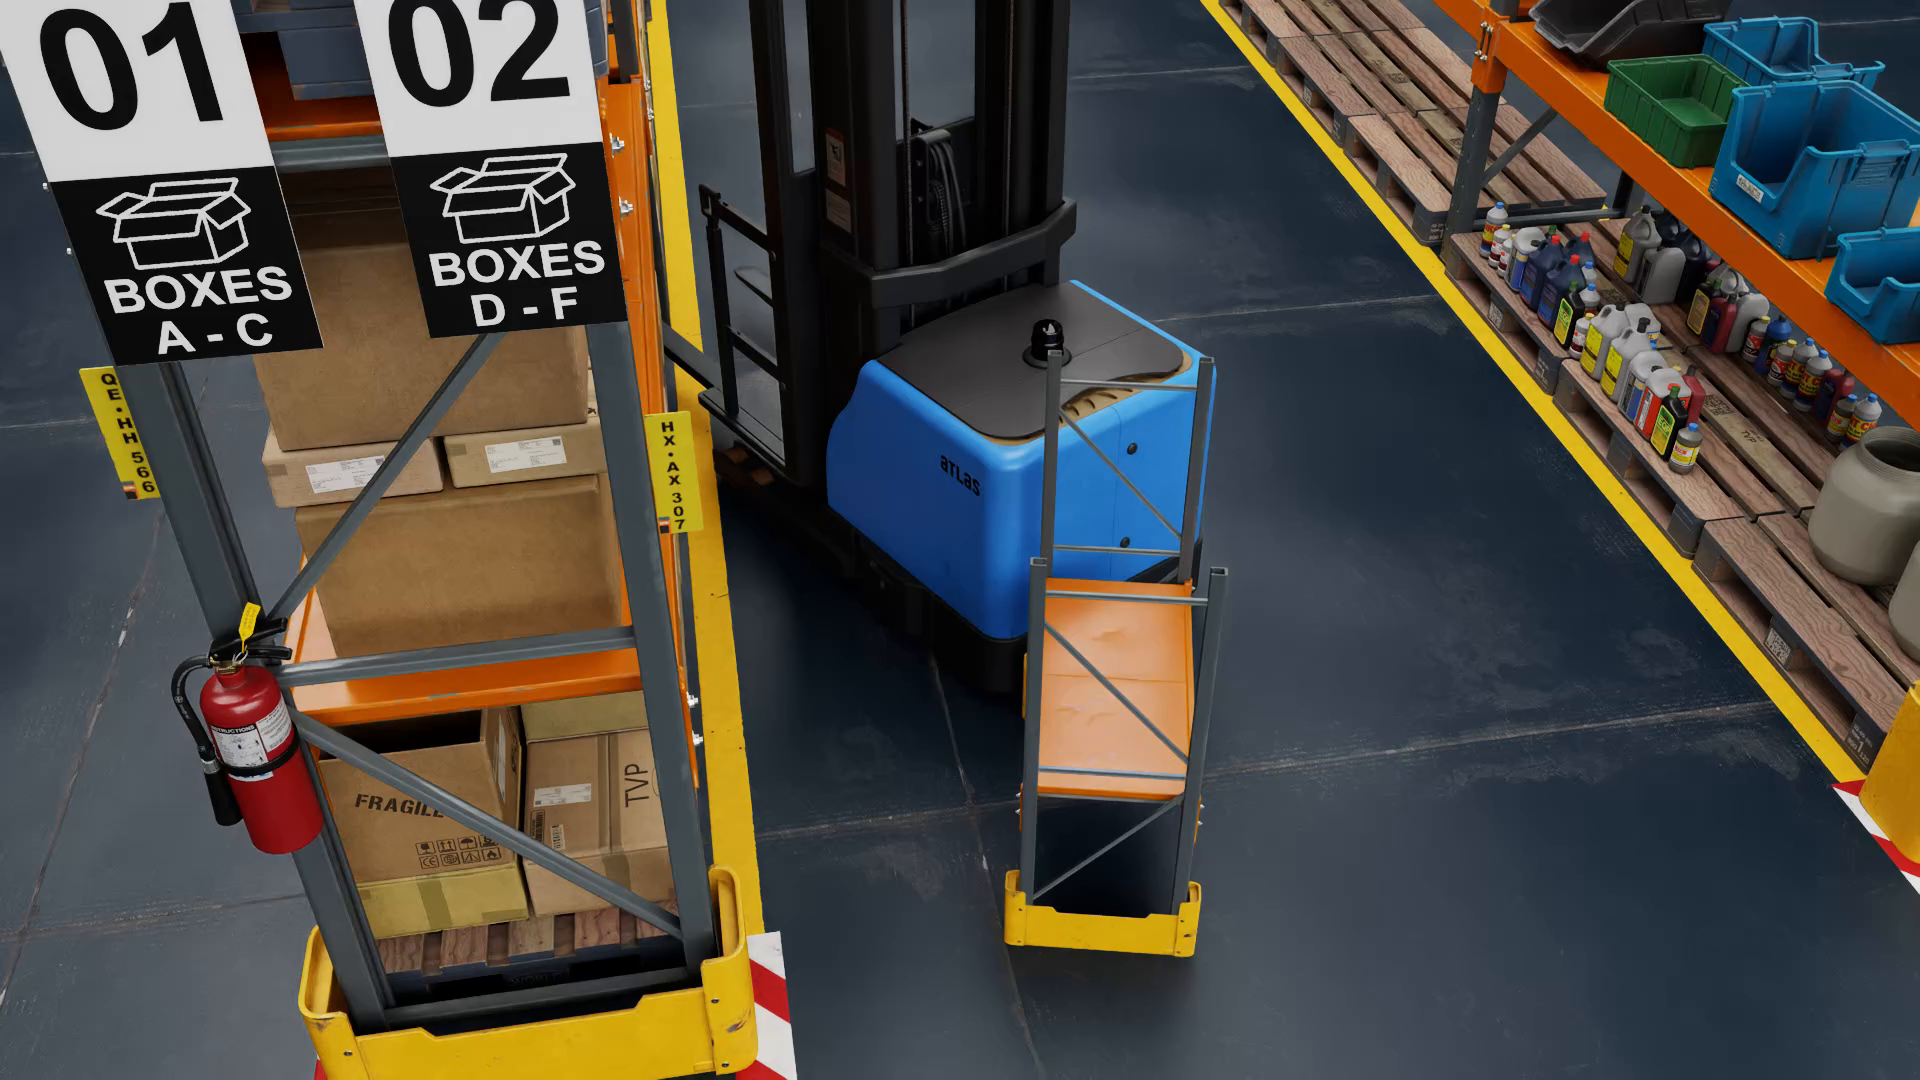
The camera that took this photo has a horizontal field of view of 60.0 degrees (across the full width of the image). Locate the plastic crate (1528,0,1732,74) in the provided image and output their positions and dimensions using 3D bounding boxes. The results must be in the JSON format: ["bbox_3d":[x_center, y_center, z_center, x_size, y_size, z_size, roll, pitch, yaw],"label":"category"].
[{"bbox_3d":[2.956,-2.311,7.330,0.767,0.338,0.504,-6,38,-8],"label":"plastic crate"}]

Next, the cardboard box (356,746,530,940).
[{"bbox_3d":[-1.572,0.909,5.034,0.500,0.250,0.500,-6,38,-8],"label":"cardboard box"}]

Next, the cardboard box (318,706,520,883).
[{"bbox_3d":[-1.574,0.613,4.803,0.500,0.500,0.500,-6,38,-8],"label":"cardboard box"}]

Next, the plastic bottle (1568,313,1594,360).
[{"bbox_3d":[2.782,-0.914,7.404,0.097,0.201,0.097,0,38,0],"label":"plastic bottle"}]

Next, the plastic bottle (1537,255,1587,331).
[{"bbox_3d":[2.755,-1.147,7.581,0.144,0.351,0.185,-8,39,-10],"label":"plastic bottle"}]

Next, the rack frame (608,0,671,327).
[{"bbox_3d":[-1.888,-2.135,7.053,1.000,3.000,0.127,-6,38,-8],"label":"rack frame"}]

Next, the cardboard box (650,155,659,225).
[{"bbox_3d":[-1.715,-1.712,7.951,0.500,0.311,0.500,-6,38,-8],"label":"cardboard box"}]

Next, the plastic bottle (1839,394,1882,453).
[{"bbox_3d":[3.680,-0.474,6.780,0.097,0.271,0.097,0,38,0],"label":"plastic bottle"}]

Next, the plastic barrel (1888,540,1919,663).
[{"bbox_3d":[3.500,0.178,5.761,0.421,0.512,0.421,0,38,0],"label":"plastic barrel"}]

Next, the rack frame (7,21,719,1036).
[{"bbox_3d":[-1.187,0.281,3.943,1.000,3.000,0.127,-6,38,-8],"label":"rack frame"}]

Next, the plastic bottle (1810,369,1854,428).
[{"bbox_3d":[3.658,-0.617,6.955,0.061,0.283,0.133,-6,38,-7],"label":"plastic bottle"}]

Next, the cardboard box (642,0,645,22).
[{"bbox_3d":[-2.257,-3.339,10.502,0.500,0.250,0.500,-5,38,-7],"label":"cardboard box"}]

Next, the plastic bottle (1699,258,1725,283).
[{"bbox_3d":[3.489,-1.198,7.703,0.061,0.283,0.133,-4,38,-5],"label":"plastic bottle"}]

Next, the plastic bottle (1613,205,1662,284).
[{"bbox_3d":[3.244,-1.419,7.932,0.144,0.351,0.185,-6,38,-8],"label":"plastic bottle"}]

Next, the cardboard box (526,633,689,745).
[{"bbox_3d":[-1.153,0.552,5.493,0.500,0.250,0.500,-6,38,-8],"label":"cardboard box"}]

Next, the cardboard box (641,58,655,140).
[{"bbox_3d":[-1.890,-2.328,8.743,0.500,0.311,0.500,-7,38,-9],"label":"cardboard box"}]

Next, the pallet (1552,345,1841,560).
[{"bbox_3d":[3.283,-0.415,7.113,1.003,0.211,1.213,-6,38,-8],"label":"pallet"}]

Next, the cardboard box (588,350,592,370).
[{"bbox_3d":[-1.092,-0.434,4.253,0.380,0.149,0.250,-7,38,-9],"label":"cardboard box"}]

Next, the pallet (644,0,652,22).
[{"bbox_3d":[-2.683,-3.904,11.604,1.003,0.211,1.213,-6,38,-8],"label":"pallet"}]

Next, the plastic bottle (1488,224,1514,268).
[{"bbox_3d":[2.631,-1.433,8.072,0.097,0.201,0.097,0,38,0],"label":"plastic bottle"}]

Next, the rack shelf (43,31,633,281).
[{"bbox_3d":[-1.537,-1.827,4.798,1.077,0.370,4.000,-6,38,-8],"label":"rack shelf"}]

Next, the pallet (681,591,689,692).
[{"bbox_3d":[-1.572,0.190,6.333,1.003,0.211,1.213,-6,38,-8],"label":"pallet"}]

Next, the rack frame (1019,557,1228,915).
[{"bbox_3d":[0.428,0.659,4.679,0.500,1.500,0.032,3,38,4],"label":"rack frame"}]

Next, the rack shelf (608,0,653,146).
[{"bbox_3d":[-2.239,-3.058,8.828,1.077,0.370,4.000,-6,38,-8],"label":"rack shelf"}]

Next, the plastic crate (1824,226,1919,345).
[{"bbox_3d":[3.200,-0.853,5.525,0.499,0.251,0.408,-6,38,-8],"label":"plastic crate"}]

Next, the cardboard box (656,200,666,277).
[{"bbox_3d":[-1.715,-1.485,8.115,0.500,0.250,0.500,-7,38,-9],"label":"cardboard box"}]

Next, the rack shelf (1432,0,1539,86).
[{"bbox_3d":[2.639,-3.589,9.511,1.077,0.370,4.000,-6,38,-8],"label":"rack shelf"}]

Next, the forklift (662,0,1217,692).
[{"bbox_3d":[-0.385,-1.460,6.241,1.130,2.935,3.031,-26,45,-29],"label":"forklift"}]

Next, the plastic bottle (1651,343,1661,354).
[{"bbox_3d":[2.974,-0.758,7.203,0.097,0.201,0.097,0,38,0],"label":"plastic bottle"}]

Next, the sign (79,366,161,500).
[{"bbox_3d":[-1.723,-0.219,3.451,0.100,0.325,0.005,-6,38,-8],"label":"sign"}]

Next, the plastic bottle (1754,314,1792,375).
[{"bbox_3d":[3.566,-0.864,7.282,0.097,0.271,0.097,0,38,0],"label":"plastic bottle"}]

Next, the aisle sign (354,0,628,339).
[{"bbox_3d":[-0.874,-0.738,3.137,0.394,0.787,0.004,-6,38,-8],"label":"aisle sign"}]

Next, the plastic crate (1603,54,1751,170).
[{"bbox_3d":[2.949,-1.731,6.706,0.450,0.188,0.662,-6,38,-8],"label":"plastic crate"}]

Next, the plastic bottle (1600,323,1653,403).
[{"bbox_3d":[2.863,-0.777,7.106,0.144,0.351,0.185,-5,38,-6],"label":"plastic bottle"}]

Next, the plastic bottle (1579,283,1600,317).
[{"bbox_3d":[2.818,-1.030,7.497,0.097,0.271,0.097,0,38,0],"label":"plastic bottle"}]

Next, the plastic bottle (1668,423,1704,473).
[{"bbox_3d":[2.937,-0.380,6.716,0.097,0.201,0.097,0,38,0],"label":"plastic bottle"}]

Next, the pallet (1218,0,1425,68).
[{"bbox_3d":[2.386,-3.508,11.093,1.003,0.211,1.213,-6,38,-8],"label":"pallet"}]

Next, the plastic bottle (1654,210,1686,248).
[{"bbox_3d":[3.386,-1.435,7.952,0.144,0.351,0.185,-7,38,-9],"label":"plastic bottle"}]

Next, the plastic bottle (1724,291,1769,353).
[{"bbox_3d":[3.501,-0.996,7.448,0.152,0.276,0.135,-6,38,-7],"label":"plastic bottle"}]

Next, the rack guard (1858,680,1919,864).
[{"bbox_3d":[3.631,0.697,5.445,1.175,0.500,0.348,-6,38,-8],"label":"rack guard"}]

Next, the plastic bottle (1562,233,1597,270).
[{"bbox_3d":[2.864,-1.276,7.748,0.144,0.351,0.185,-6,38,-8],"label":"plastic bottle"}]

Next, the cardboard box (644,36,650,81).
[{"bbox_3d":[-2.078,-2.724,9.710,0.500,0.250,0.500,-5,38,-7],"label":"cardboard box"}]

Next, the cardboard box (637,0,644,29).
[{"bbox_3d":[-2.072,-2.944,9.536,0.500,0.311,0.500,-6,38,-8],"label":"cardboard box"}]

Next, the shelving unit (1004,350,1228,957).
[{"bbox_3d":[0.472,0.343,5.086,0.587,1.500,1.083,3,38,4],"label":"shelving unit"}]

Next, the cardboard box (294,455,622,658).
[{"bbox_3d":[-1.256,-0.041,4.277,0.700,0.500,0.500,-6,38,-8],"label":"cardboard box"}]

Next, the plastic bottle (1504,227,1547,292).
[{"bbox_3d":[2.697,-1.331,7.880,0.152,0.276,0.135,-5,38,-6],"label":"plastic bottle"}]

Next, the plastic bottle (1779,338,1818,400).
[{"bbox_3d":[3.602,-0.741,7.125,0.097,0.271,0.097,0,38,0],"label":"plastic bottle"}]

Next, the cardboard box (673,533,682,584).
[{"bbox_3d":[-1.323,-0.053,6.272,0.500,0.250,0.500,-6,38,-8],"label":"cardboard box"}]

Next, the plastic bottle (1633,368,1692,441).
[{"bbox_3d":[2.920,-0.565,6.893,0.152,0.276,0.135,-6,38,-8],"label":"plastic bottle"}]

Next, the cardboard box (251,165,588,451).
[{"bbox_3d":[-1.265,-0.586,3.920,0.700,0.500,0.500,-6,38,-8],"label":"cardboard box"}]

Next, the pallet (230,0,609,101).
[{"bbox_3d":[-1.285,-1.298,3.603,1.003,0.211,1.213,-6,38,-8],"label":"pallet"}]

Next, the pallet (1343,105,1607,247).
[{"bbox_3d":[2.813,-2.034,9.196,1.003,0.211,1.213,-6,38,-8],"label":"pallet"}]

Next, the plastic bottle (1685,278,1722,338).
[{"bbox_3d":[3.380,-1.071,7.539,0.061,0.283,0.133,-6,38,-8],"label":"plastic bottle"}]

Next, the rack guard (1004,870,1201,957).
[{"bbox_3d":[0.430,1.141,5.078,0.587,0.250,0.087,3,38,4],"label":"rack guard"}]

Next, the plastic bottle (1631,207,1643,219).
[{"bbox_3d":[3.360,-1.548,8.220,0.097,0.201,0.097,0,38,0],"label":"plastic bottle"}]

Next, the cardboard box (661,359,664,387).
[{"bbox_3d":[-1.513,-0.655,7.047,0.500,0.250,0.500,-6,38,-8],"label":"cardboard box"}]
